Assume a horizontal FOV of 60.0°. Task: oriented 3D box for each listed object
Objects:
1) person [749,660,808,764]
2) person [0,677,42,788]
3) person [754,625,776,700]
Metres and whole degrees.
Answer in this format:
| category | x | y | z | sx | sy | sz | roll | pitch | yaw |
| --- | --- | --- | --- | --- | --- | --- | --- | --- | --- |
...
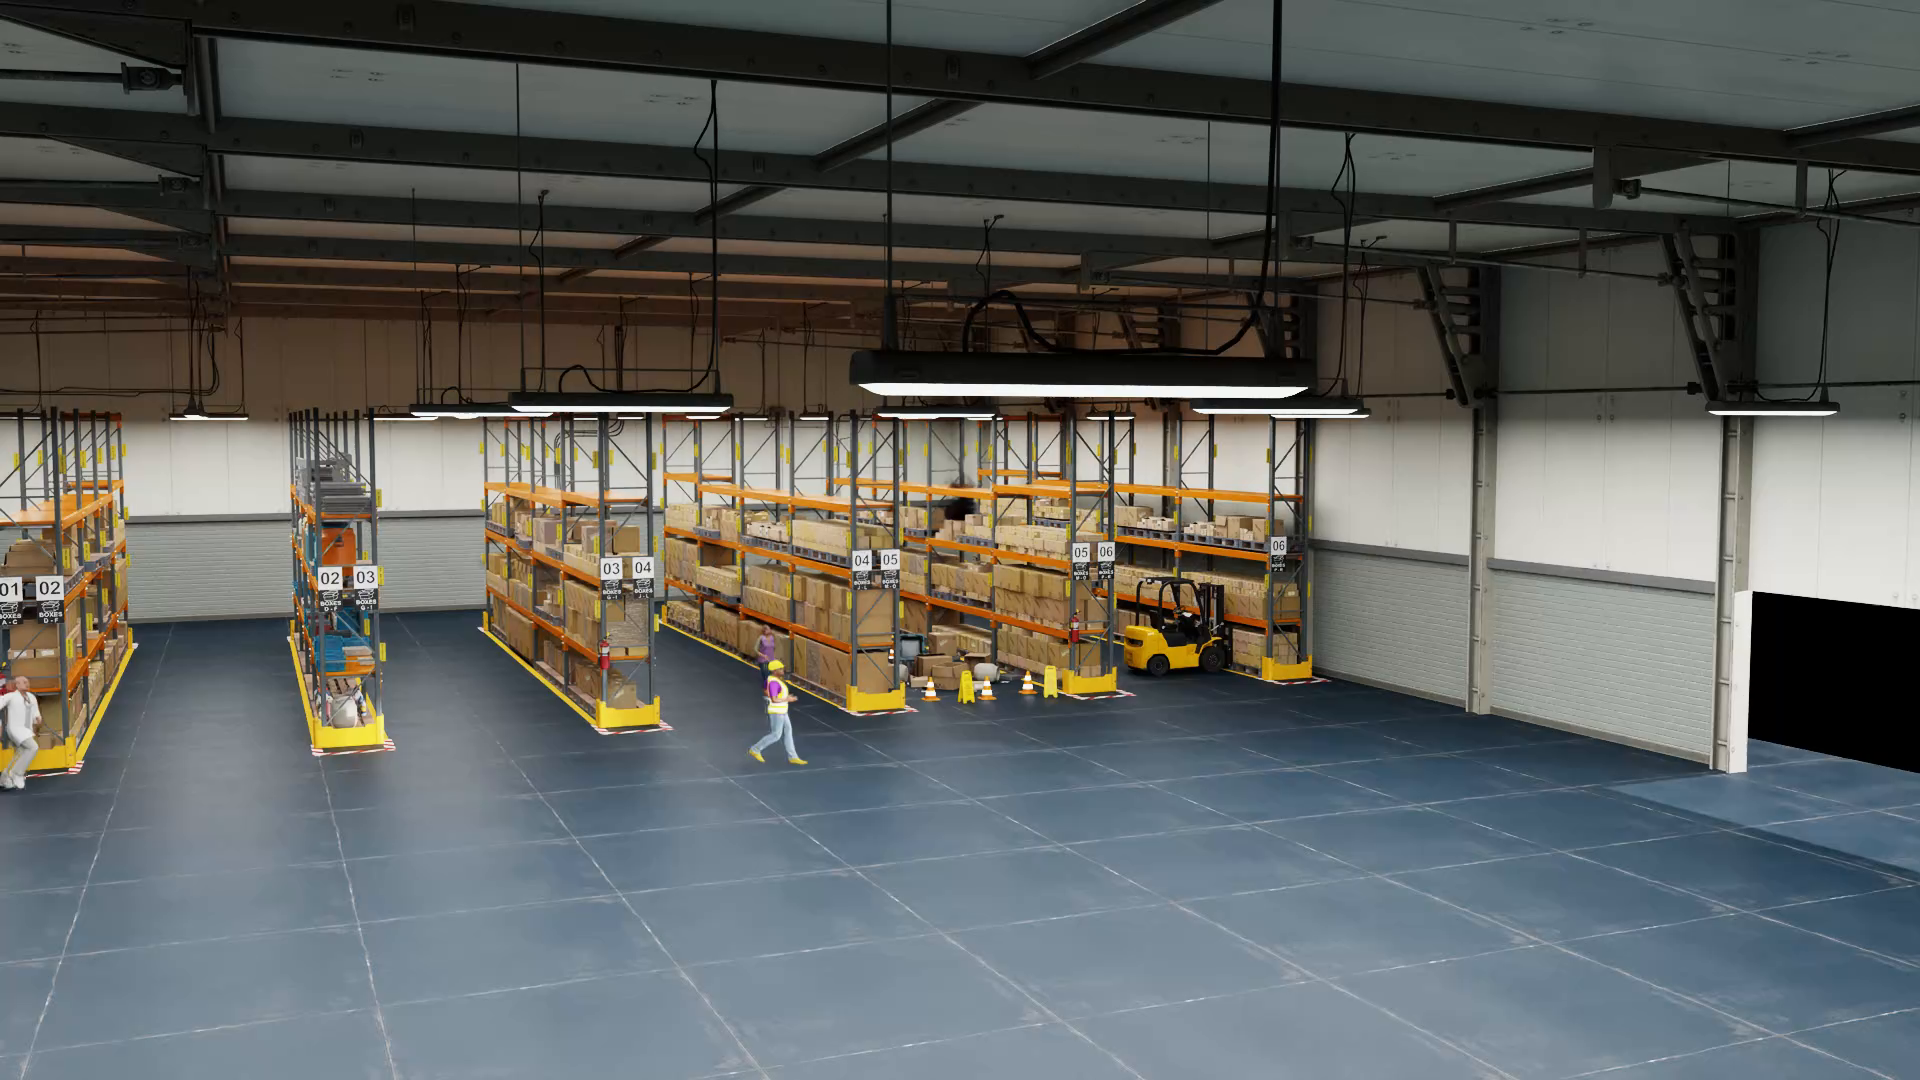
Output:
| category | x | y | z | sx | sy | sz | roll | pitch | yaw |
| --- | --- | --- | --- | --- | --- | --- | --- | --- | --- |
| person | -3.028 | 2.876 | 27.663 | 0.970 | 1.760 | 0.698 | 0 | 4 | 1 |
| person | -14.739 | 3.014 | 26.156 | 0.676 | 1.710 | 0.696 | 1 | 4 | 10 |
| person | -4.012 | 2.530 | 34.465 | 0.543 | 1.567 | 0.530 | -3 | 5 | -35 |
